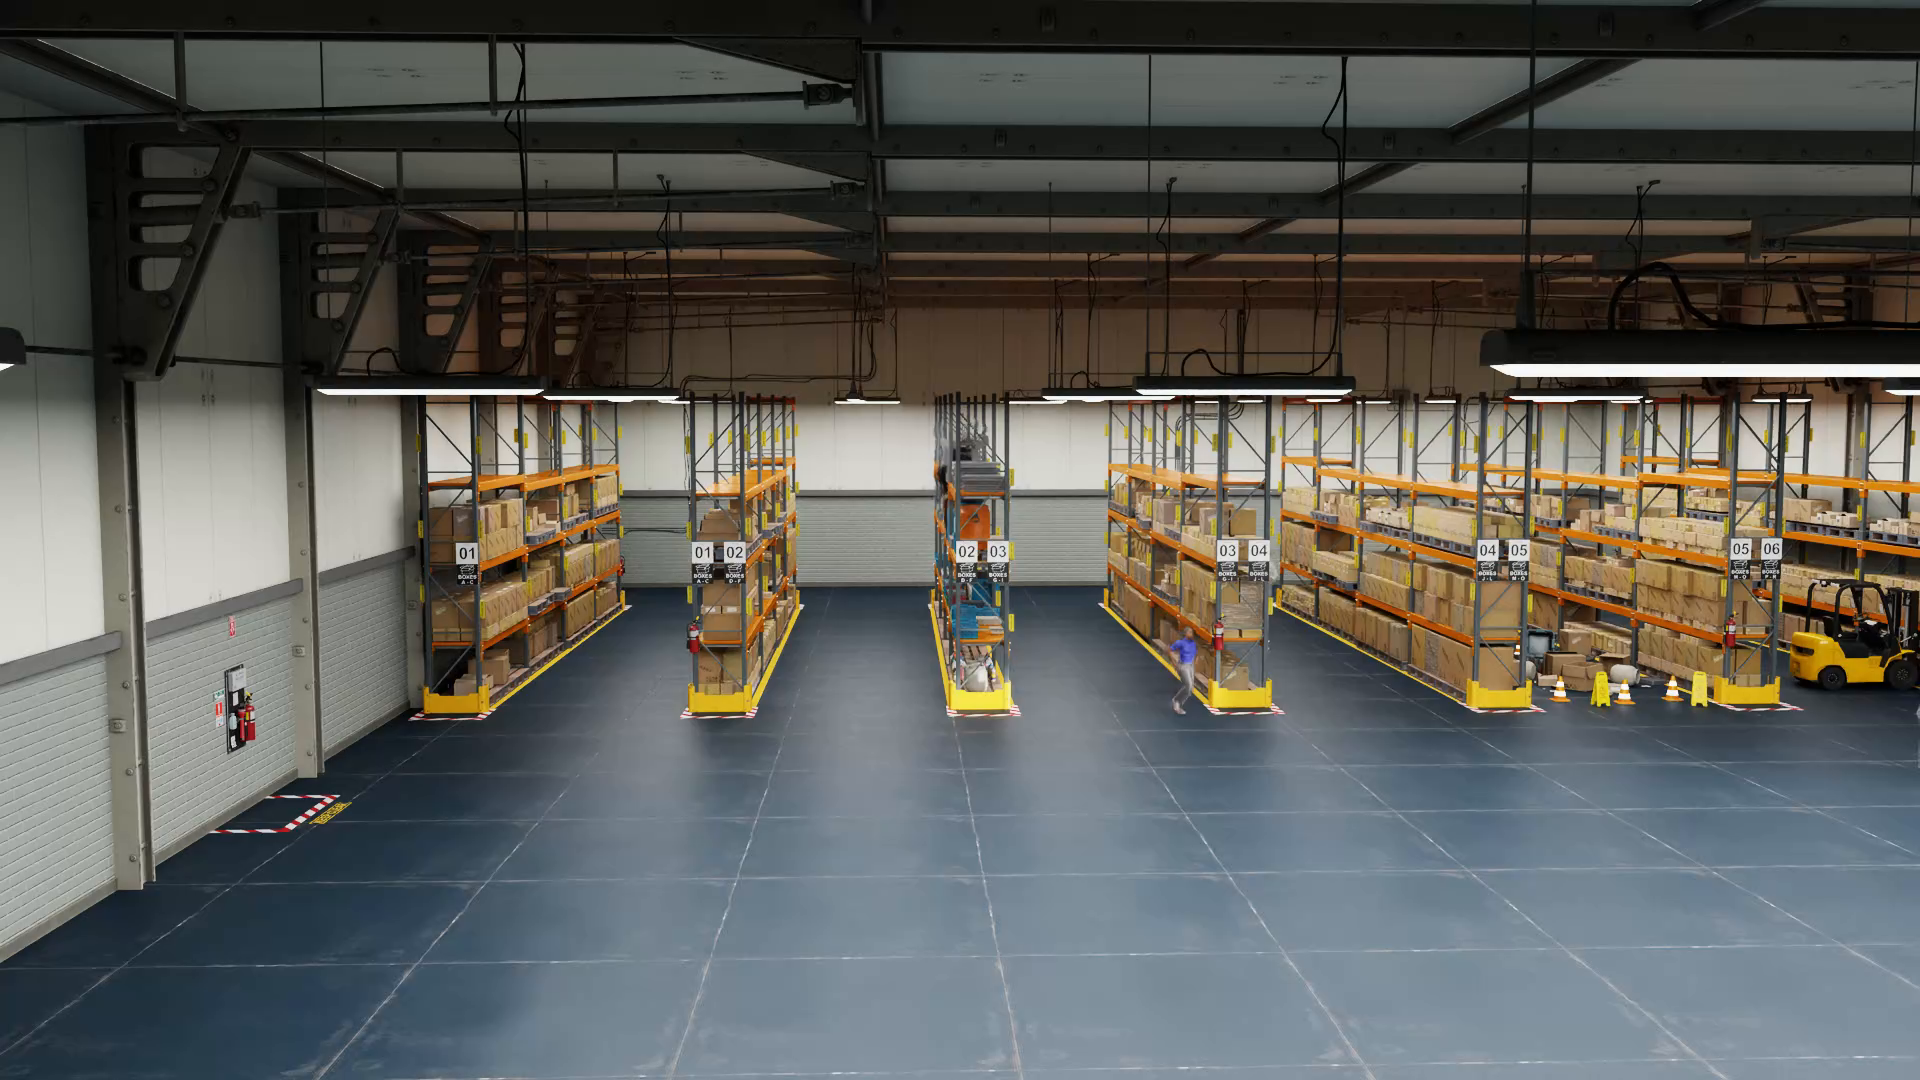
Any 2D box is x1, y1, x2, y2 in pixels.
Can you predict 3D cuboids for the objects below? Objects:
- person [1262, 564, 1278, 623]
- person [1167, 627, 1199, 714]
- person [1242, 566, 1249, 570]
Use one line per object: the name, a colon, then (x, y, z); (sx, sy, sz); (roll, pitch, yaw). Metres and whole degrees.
person: (8.079, 1.309, 44.142); (0.701, 1.691, 1.007); (0, 5, 4)
person: (4.246, 2.438, 31.072); (0.597, 1.621, 0.524); (-4, 6, -40)
person: (7.979, 1.250, 46.119); (0.706, 1.613, 0.847); (0, 5, 1)
